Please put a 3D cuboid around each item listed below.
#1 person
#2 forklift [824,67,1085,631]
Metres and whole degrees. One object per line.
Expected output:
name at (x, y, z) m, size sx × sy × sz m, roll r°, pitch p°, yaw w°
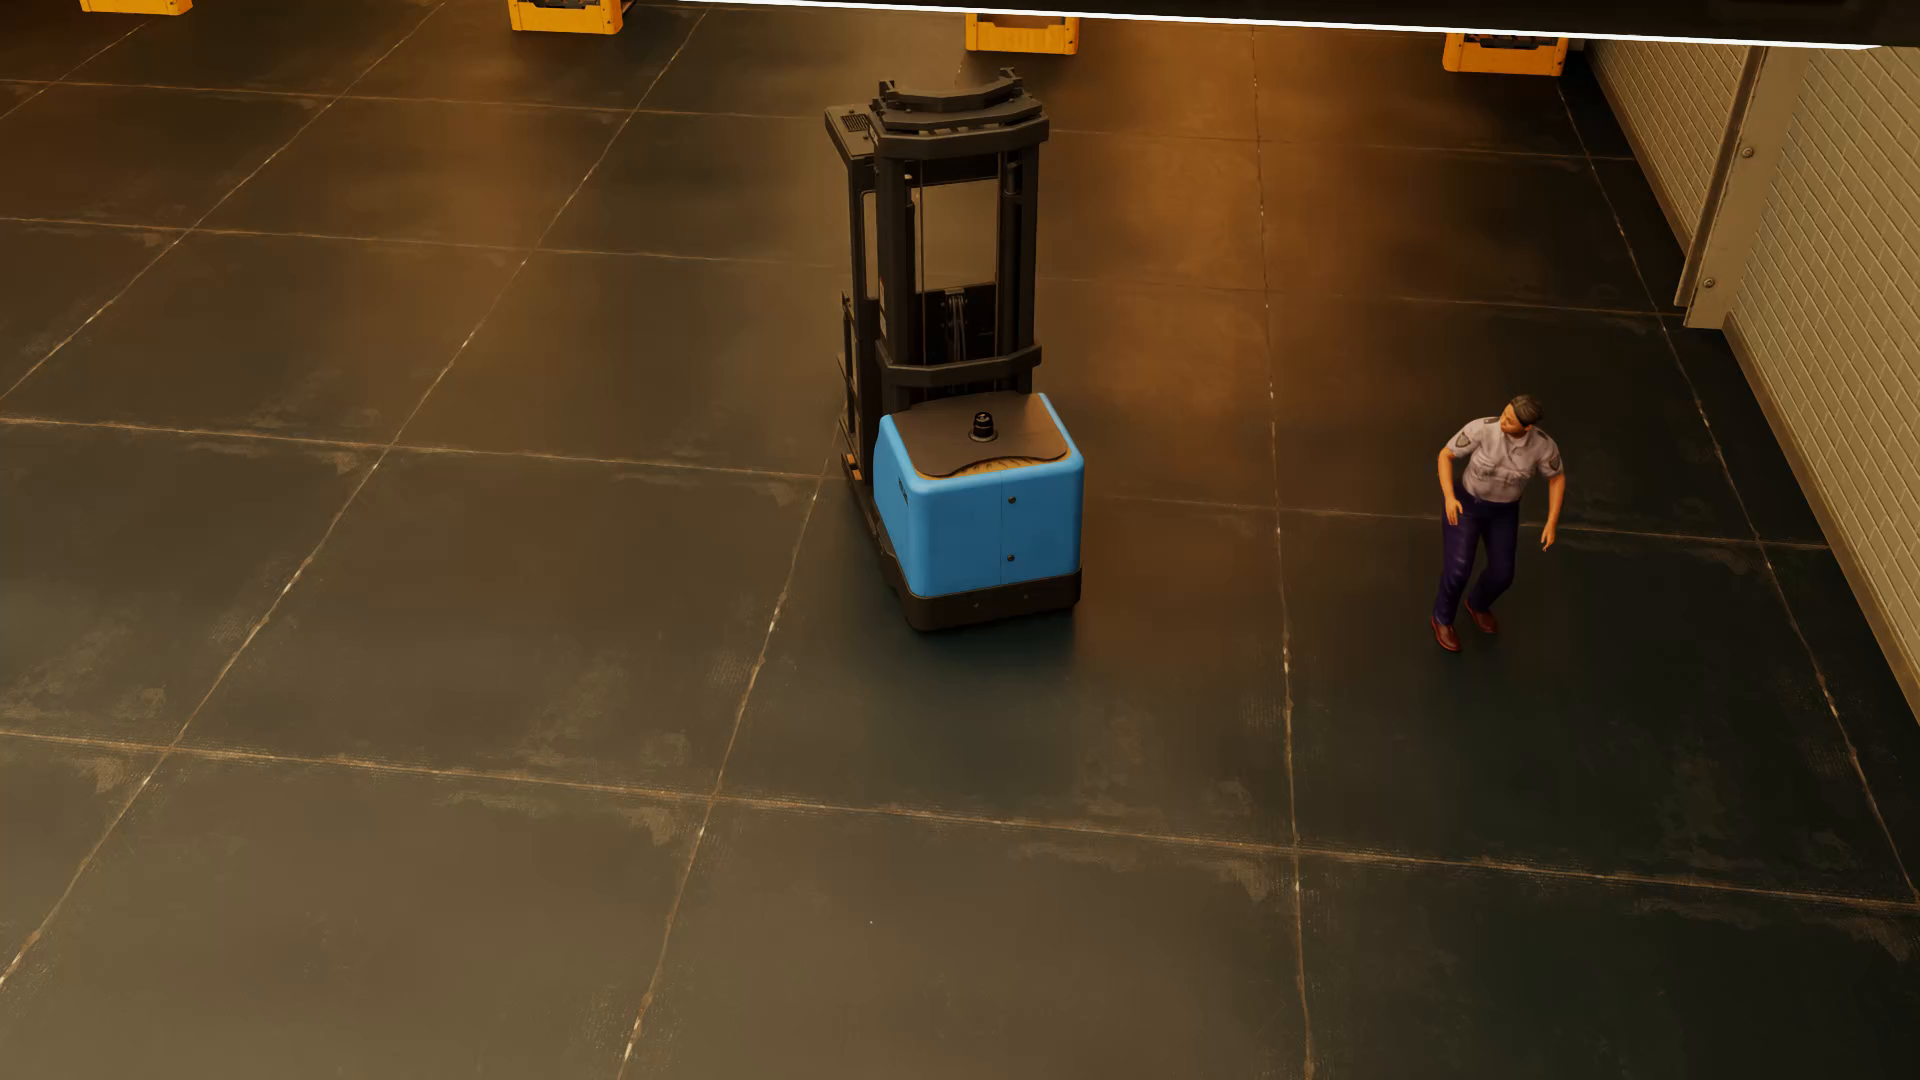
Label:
person at (2.997, -0.129, 9.339) m, size 0.676 × 1.610 × 0.495 m, roll 2°, pitch 36°, yaw 2°
forklift at (-0.159, -1.528, 10.103) m, size 1.130 × 2.935 × 3.031 m, roll -9°, pitch 37°, yaw -12°
